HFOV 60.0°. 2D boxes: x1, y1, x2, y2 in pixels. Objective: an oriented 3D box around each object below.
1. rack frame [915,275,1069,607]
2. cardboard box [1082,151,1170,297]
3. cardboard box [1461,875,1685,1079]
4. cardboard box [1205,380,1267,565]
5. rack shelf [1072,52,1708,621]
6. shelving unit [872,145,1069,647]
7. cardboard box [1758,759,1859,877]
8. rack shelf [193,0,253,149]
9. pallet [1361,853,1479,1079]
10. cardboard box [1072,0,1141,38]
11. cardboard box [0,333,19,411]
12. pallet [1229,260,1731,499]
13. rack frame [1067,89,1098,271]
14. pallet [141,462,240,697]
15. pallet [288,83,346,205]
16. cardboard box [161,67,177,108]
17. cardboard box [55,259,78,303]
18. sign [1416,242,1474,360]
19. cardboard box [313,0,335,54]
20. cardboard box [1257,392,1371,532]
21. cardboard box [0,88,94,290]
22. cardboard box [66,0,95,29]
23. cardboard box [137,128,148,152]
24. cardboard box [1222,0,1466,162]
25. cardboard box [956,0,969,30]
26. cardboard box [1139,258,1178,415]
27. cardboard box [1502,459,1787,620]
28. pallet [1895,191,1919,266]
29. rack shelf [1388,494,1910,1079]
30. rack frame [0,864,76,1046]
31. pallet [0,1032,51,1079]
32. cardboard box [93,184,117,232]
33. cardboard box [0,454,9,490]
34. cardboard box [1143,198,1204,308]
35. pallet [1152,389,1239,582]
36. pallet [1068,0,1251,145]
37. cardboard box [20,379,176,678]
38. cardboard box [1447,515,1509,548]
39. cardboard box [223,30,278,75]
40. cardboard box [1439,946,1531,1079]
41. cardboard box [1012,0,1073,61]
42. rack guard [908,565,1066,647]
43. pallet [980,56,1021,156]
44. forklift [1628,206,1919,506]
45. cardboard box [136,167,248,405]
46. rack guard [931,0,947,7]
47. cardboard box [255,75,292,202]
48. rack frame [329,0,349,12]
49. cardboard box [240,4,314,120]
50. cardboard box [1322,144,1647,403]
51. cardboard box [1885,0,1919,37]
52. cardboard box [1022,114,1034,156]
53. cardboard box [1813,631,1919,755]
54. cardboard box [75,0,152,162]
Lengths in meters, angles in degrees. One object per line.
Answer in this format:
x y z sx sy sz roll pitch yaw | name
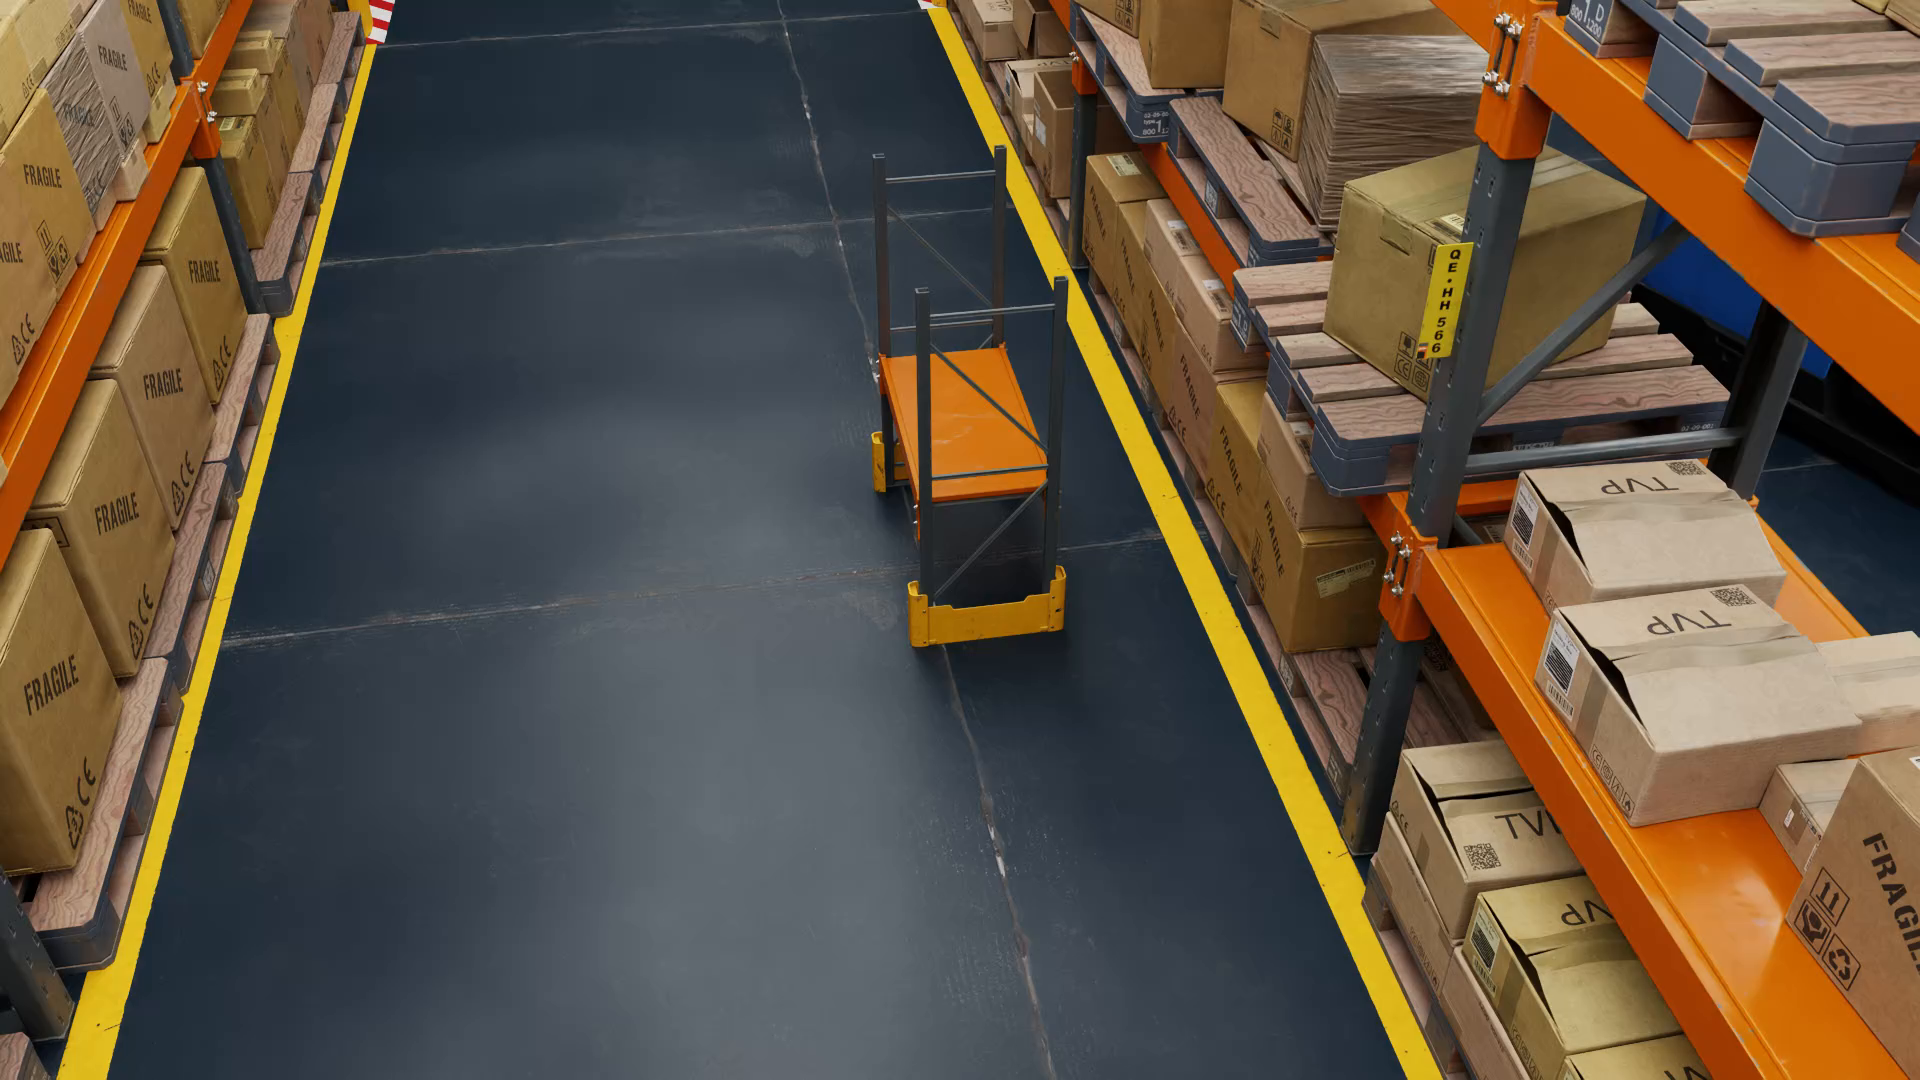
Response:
0.104 -0.234 5.828 0.500 1.500 0.032 -6 38 -8 | rack frame
0.902 -1.523 7.944 0.500 0.500 0.500 -8 39 -10 | cardboard box
1.661 1.124 4.300 0.500 0.311 0.500 -7 38 -9 | cardboard box
1.273 -0.278 6.341 0.500 0.500 0.500 -8 38 -10 | cardboard box
1.408 -1.163 6.388 1.077 0.370 4.000 -6 38 -8 | rack shelf
0.013 -0.546 6.231 0.587 1.500 1.083 -6 38 -8 | shelving unit
2.037 0.625 3.706 0.380 0.149 0.250 -4 38 -5 | cardboard box
-4.170 -3.044 8.809 1.077 0.370 4.000 -6 38 -8 | rack shelf
1.864 1.364 4.822 1.003 0.211 1.213 -6 38 -8 | pallet
0.920 -2.550 7.163 0.700 0.500 0.500 -19 42 -23 | cardboard box
-3.034 -0.507 4.617 0.500 0.500 0.500 -5 38 -6 | cardboard box
1.570 -0.565 5.188 1.213 0.211 1.003 -6 38 -8 | pallet
1.057 -2.655 7.722 1.000 3.000 0.127 -6 38 -8 | rack frame
-3.393 0.178 6.349 1.003 0.211 1.213 -6 38 -8 | pallet
-4.093 -2.225 9.442 1.003 0.211 1.213 -6 38 -8 | pallet
-3.481 -1.855 6.881 0.380 0.149 0.250 -6 38 -8 | cardboard box
-3.267 -0.921 5.679 0.380 0.149 0.250 -5 38 -7 | cardboard box
1.226 -0.601 4.199 0.100 0.325 0.005 -6 38 -8 | sign
-4.299 -3.302 10.251 0.700 0.500 0.500 -6 38 -8 | cardboard box
1.349 -0.295 5.752 0.500 0.250 0.500 -5 38 -6 | cardboard box
-3.219 -1.120 5.407 0.500 0.500 0.500 -5 38 -7 | cardboard box
-3.405 -2.016 5.949 0.500 0.250 0.500 -5 38 -7 | cardboard box
-3.413 -1.544 6.480 0.380 0.149 0.250 -5 38 -7 | cardboard box
1.427 -1.800 6.198 0.700 0.500 0.500 -16 41 -19 | cardboard box
0.259 -3.498 10.690 0.500 0.250 0.500 -6 38 -8 | cardboard box
1.087 -0.899 7.142 0.500 0.500 0.500 -6 38 -7 | cardboard box
1.779 0.021 4.351 0.500 0.311 0.500 -4 38 -5 | cardboard box
2.164 -0.273 2.366 1.003 0.211 1.213 -5 38 -6 | pallet
2.109 1.253 3.278 1.077 0.370 4.000 -6 38 -8 | rack shelf
-3.118 0.296 3.924 1.000 3.000 0.127 -6 38 -8 | rack frame
-2.983 1.870 4.171 1.003 0.211 1.213 -6 38 -8 | pallet
-3.331 -1.235 6.084 0.380 0.149 0.250 -6 38 -8 | cardboard box
-2.947 -0.159 4.698 0.380 0.149 0.250 -5 38 -7 | cardboard box
1.077 -1.215 6.937 0.500 0.250 0.500 -6 38 -8 | cardboard box
1.454 -0.328 7.000 1.003 0.211 1.213 -6 38 -8 | pallet
1.090 -2.085 7.145 1.003 0.211 1.213 -6 38 -8 | pallet
-3.265 -0.009 5.726 0.750 0.750 0.750 -6 38 -8 | cardboard box
1.862 -0.047 6.044 0.500 0.500 0.500 -8 38 -10 | cardboard box
-3.822 -2.559 8.765 0.380 0.149 0.250 -7 38 -9 | cardboard box
1.650 1.333 4.489 0.500 0.250 0.500 -7 38 -9 | cardboard box
0.723 -2.977 9.813 0.797 0.503 0.637 -6 38 -8 | cardboard box
0.101 0.248 6.227 0.587 0.250 0.087 -6 38 -8 | rack guard
0.720 -2.707 10.062 1.003 0.211 1.213 -6 38 -8 | pallet
4.375 -1.527 6.326 1.130 2.935 3.031 -20 42 -24 | forklift
-3.577 -1.058 7.077 0.750 0.750 0.750 -6 38 -7 | cardboard box
0.369 -4.038 11.540 1.175 0.500 0.348 -6 38 -8 | rack guard
-3.934 -2.065 8.658 0.700 0.500 0.500 -7 38 -8 | cardboard box
-4.521 -4.536 10.143 1.000 3.000 0.127 -6 38 -8 | rack frame
-4.123 -2.696 9.471 0.700 0.500 0.500 -7 38 -9 | cardboard box
1.537 -0.812 4.927 0.700 0.500 0.500 -19 42 -23 | cardboard box
2.003 -0.947 2.859 0.500 0.250 0.500 -5 38 -7 | cardboard box
0.553 -2.236 9.149 0.380 0.149 0.250 -6 38 -8 | cardboard box
2.188 0.374 4.028 0.380 0.149 0.250 -6 38 -8 | cardboard box
-3.391 -1.726 6.186 0.500 0.500 0.500 -6 38 -8 | cardboard box
